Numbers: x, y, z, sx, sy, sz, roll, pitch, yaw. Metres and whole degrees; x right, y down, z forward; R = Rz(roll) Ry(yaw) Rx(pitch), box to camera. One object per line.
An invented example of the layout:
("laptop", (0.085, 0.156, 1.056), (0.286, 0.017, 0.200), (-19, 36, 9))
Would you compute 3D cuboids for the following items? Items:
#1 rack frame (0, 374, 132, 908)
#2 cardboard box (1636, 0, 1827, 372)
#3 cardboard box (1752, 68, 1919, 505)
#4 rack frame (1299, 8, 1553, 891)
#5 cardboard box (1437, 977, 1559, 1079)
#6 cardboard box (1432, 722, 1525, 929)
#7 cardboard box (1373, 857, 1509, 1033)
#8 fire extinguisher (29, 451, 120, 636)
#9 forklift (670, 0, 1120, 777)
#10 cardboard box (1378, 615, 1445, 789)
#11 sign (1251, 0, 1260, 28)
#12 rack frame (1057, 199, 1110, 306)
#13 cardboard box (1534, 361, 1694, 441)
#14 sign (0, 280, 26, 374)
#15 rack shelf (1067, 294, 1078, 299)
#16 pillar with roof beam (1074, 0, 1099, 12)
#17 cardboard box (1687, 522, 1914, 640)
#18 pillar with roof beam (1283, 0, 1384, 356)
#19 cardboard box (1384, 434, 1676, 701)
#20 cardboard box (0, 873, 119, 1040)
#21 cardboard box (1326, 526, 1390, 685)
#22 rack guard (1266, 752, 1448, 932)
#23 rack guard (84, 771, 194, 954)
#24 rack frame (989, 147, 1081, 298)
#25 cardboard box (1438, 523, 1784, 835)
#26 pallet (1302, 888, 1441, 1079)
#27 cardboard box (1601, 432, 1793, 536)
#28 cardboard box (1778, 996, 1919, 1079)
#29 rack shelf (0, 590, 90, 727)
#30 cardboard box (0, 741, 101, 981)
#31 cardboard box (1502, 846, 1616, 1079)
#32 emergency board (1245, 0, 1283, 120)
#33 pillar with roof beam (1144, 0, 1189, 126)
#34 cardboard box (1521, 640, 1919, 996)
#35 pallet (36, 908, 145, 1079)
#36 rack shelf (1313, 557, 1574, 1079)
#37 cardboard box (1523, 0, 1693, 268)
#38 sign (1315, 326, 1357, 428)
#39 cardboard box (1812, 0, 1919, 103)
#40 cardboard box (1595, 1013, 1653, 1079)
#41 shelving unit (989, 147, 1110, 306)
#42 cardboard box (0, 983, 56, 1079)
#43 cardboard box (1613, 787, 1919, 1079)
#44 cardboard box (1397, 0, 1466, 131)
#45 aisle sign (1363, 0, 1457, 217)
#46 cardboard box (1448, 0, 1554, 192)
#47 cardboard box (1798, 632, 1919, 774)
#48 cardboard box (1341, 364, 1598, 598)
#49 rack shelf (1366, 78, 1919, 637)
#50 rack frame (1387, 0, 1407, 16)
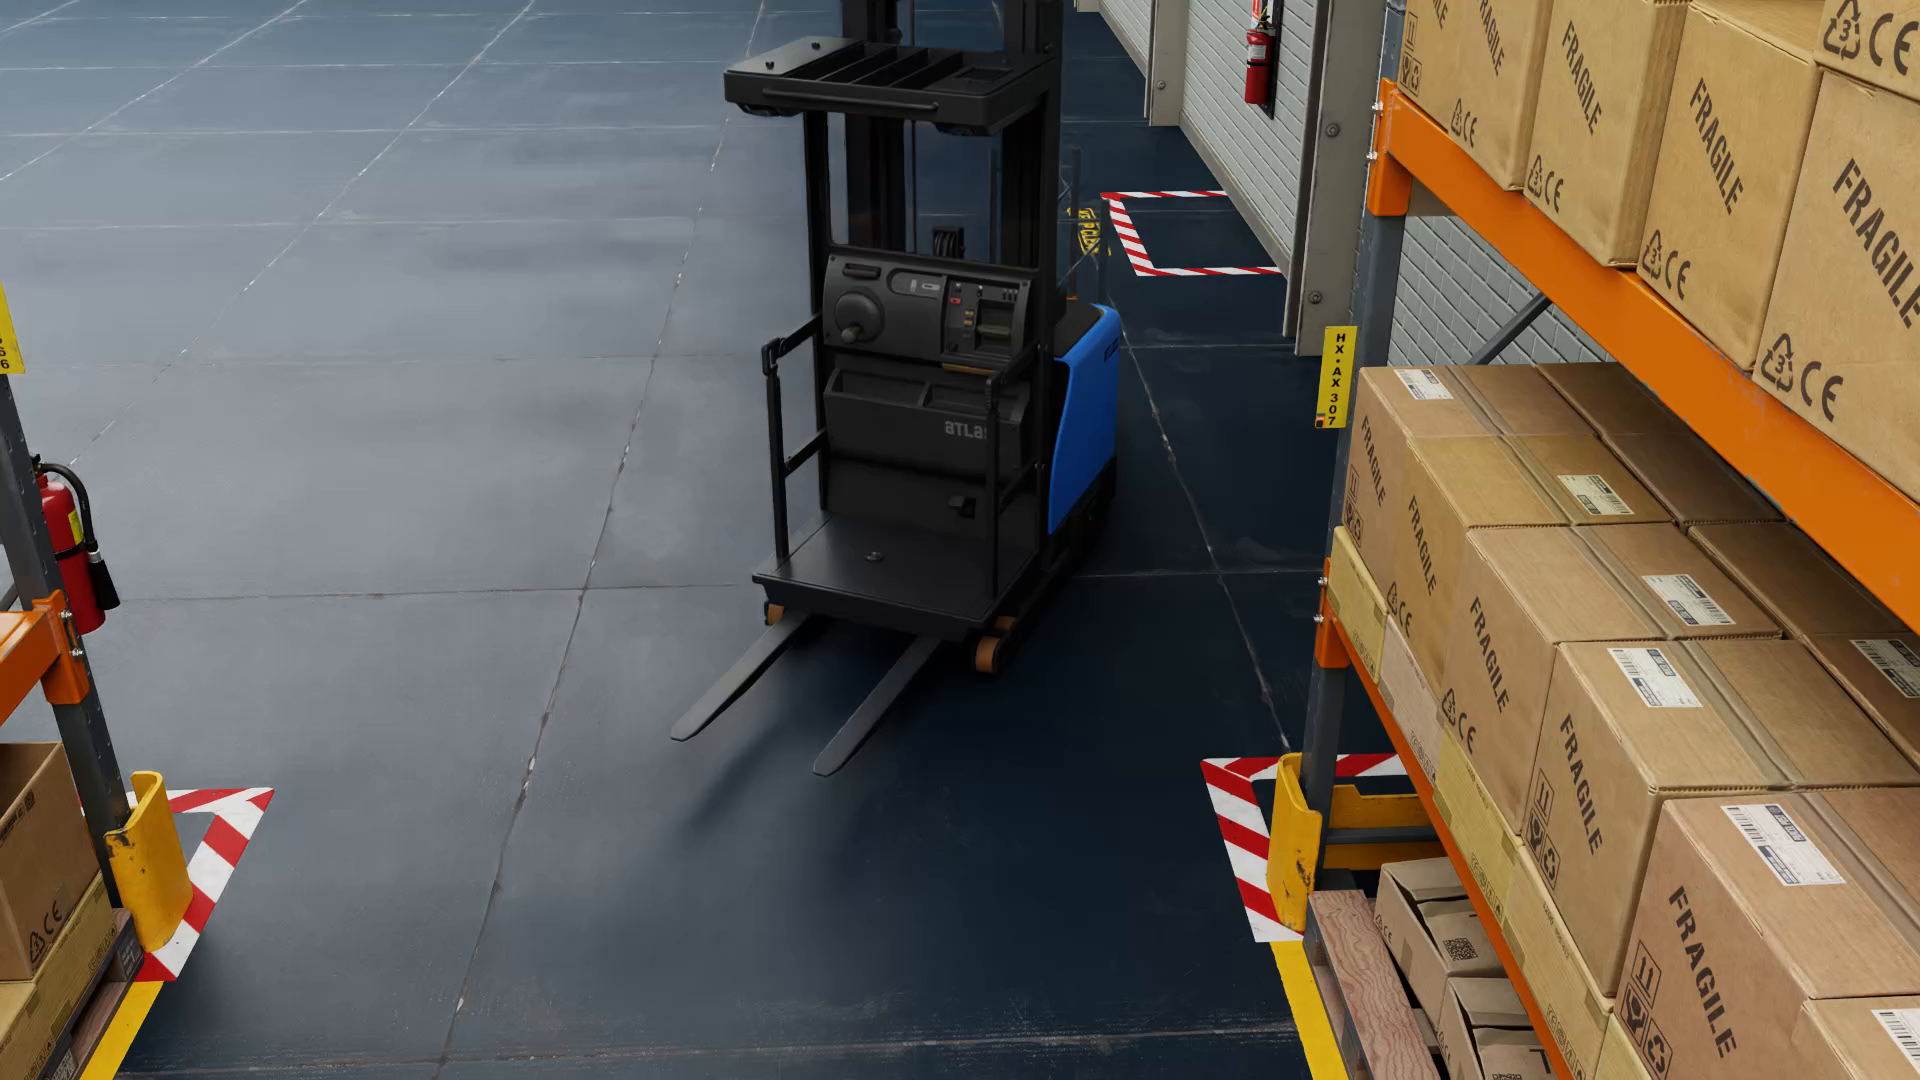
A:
("rack frame", (-3.270, 0.004, 4.999), (1.000, 3.000, 0.127), (-1, 28, -3))
("cardboard box", (1.517, -0.605, 2.792), (0.500, 0.500, 0.500), (0, 28, 1))
("cardboard box", (1.532, -0.370, 2.341), (0.500, 0.500, 0.500), (-2, 28, -5))
("rack frame", (1.677, -0.118, 5.232), (1.000, 3.000, 0.127), (-1, 28, -3))
("cardboard box", (1.653, 1.465, 4.630), (0.500, 0.311, 0.500), (1, 28, 2))
("cardboard box", (1.447, 0.648, 3.904), (0.500, 0.250, 0.500), (-2, 28, -3))
("cardboard box", (1.623, 1.201, 5.135), (0.500, 0.311, 0.500), (-4, 28, -8))
("fire extinguisher", (-2.812, -0.028, 5.143), (0.296, 0.674, 0.183), (-1, 28, -3))
("forklift", (-0.227, -0.942, 6.886), (1.130, 2.935, 3.031), (11, 29, 19))
("cardboard box", (1.426, 0.413, 4.356), (0.500, 0.250, 0.500), (-2, 28, -4))
("sign", (2.247, -4.002, 12.641), (0.001, 0.329, 0.234), (-1, 28, -3))
("rack frame", (0.493, -1.011, 8.566), (0.500, 1.500, 0.032), (-2, 28, -4))
("cardboard box", (1.914, -0.180, 4.681), (0.500, 0.500, 0.500), (-2, 28, -3))
("sign", (-2.727, -0.621, 4.689), (0.100, 0.325, 0.005), (-1, 28, -3))
("rack shelf", (0.453, -1.086, 9.098), (0.538, 0.185, 1.000), (-2, 28, -4))
("pillar with roof beam", (-2.662, -10.684, 19.003), (9.100, 9.000, 0.400), (-1, 28, -3))
("cardboard box", (1.961, 0.292, 3.777), (0.500, 0.500, 0.500), (-2, 28, -4))
("pillar with roof beam", (-2.035, -5.142, 8.378), (9.100, 9.000, 0.400), (-1, 28, -3))
("cardboard box", (1.417, 0.064, 4.214), (0.500, 0.500, 0.500), (-1, 28, -2))
("cardboard box", (-2.947, 1.277, 5.077), (0.500, 0.250, 0.500), (-1, 28, -3))
("cardboard box", (1.385, 0.173, 4.815), (0.500, 0.250, 0.500), (-2, 28, -4))
("rack guard", (1.681, 1.026, 5.742), (1.175, 0.500, 0.348), (-1, 28, -3))
("rack guard", (-3.271, 1.101, 5.598), (1.175, 0.500, 0.348), (-1, 28, -3))
("rack frame", (0.414, -1.479, 9.465), (0.500, 1.500, 0.032), (-2, 28, -4))
("cardboard box", (1.438, 0.303, 3.756), (0.500, 0.500, 0.500), (-2, 28, -4))
("pallet", (1.688, 1.530, 5.088), (1.003, 0.211, 1.213), (-1, 28, -3))
("cardboard box", (1.930, 0.053, 4.235), (0.500, 0.500, 0.500), (-1, 28, -2))
("cardboard box", (1.520, 1.014, 2.392), (0.500, 0.500, 0.500), (-2, 28, -3))
("rack shelf", (-3.166, 1.246, 3.395), (1.077, 0.370, 4.000), (-1, 28, -3))
("cardboard box", (-2.945, 0.945, 4.903), (0.500, 0.500, 0.500), (-1, 28, -3))
("cardboard box", (1.471, 0.881, 3.457), (0.500, 0.250, 0.500), (-1, 28, -2))
("emergency board", (2.173, -3.728, 12.154), (0.194, 1.169, 0.643), (-1, 28, -3))
("pillar with roof beam", (-2.349, -7.913, 13.691), (9.100, 9.000, 0.400), (-1, 28, -3))
("cardboard box", (1.477, 0.541, 3.299), (0.500, 0.500, 0.500), (-1, 28, -1))
("pallet", (-3.188, 1.592, 4.969), (1.003, 0.211, 1.213), (-1, 28, -3))
("rack shelf", (1.781, 1.125, 3.627), (1.077, 0.370, 4.000), (-1, 28, -3))
("cardboard box", (1.468, -0.852, 3.266), (0.500, 0.500, 0.500), (0, 28, 0))
("sign", (1.135, -0.488, 5.006), (0.100, 0.325, 0.005), (-1, 28, -3))
("cardboard box", (1.512, -0.815, 2.115), (0.500, 0.500, 0.500), (-2, 28, -4))
("cardboard box", (1.499, 1.114, 3.011), (0.500, 0.250, 0.500), (-2, 28, -3))
("shelving unit", (0.454, -1.241, 9.007), (0.587, 1.500, 1.083), (-2, 28, -4))
("cardboard box", (-2.909, 1.508, 4.634), (0.500, 0.250, 0.500), (-1, 28, -3))
("cardboard box", (1.505, 0.781, 2.839), (0.500, 0.500, 0.500), (-2, 28, -4))
("cardboard box", (1.444, -1.340, 4.203), (0.500, 0.500, 0.500), (-1, 28, -1))
("aisle sign", (1.373, -1.296, 4.680), (0.394, 0.787, 0.004), (-1, 28, -3))
("cardboard box", (1.437, -1.091, 3.725), (0.500, 0.500, 0.500), (0, 28, 1))
("cardboard box", (1.988, 0.524, 3.331), (0.500, 0.500, 0.500), (-1, 28, -2))
("cardboard box", (1.401, -0.165, 4.652), (0.500, 0.500, 0.500), (-1, 28, -3))
("rack shelf", (1.781, -0.205, 2.933), (1.077, 0.370, 4.000), (-1, 28, -3))
("rack frame", (1.677, -2.777, 3.844), (1.000, 3.000, 0.127), (-1, 28, -3))
